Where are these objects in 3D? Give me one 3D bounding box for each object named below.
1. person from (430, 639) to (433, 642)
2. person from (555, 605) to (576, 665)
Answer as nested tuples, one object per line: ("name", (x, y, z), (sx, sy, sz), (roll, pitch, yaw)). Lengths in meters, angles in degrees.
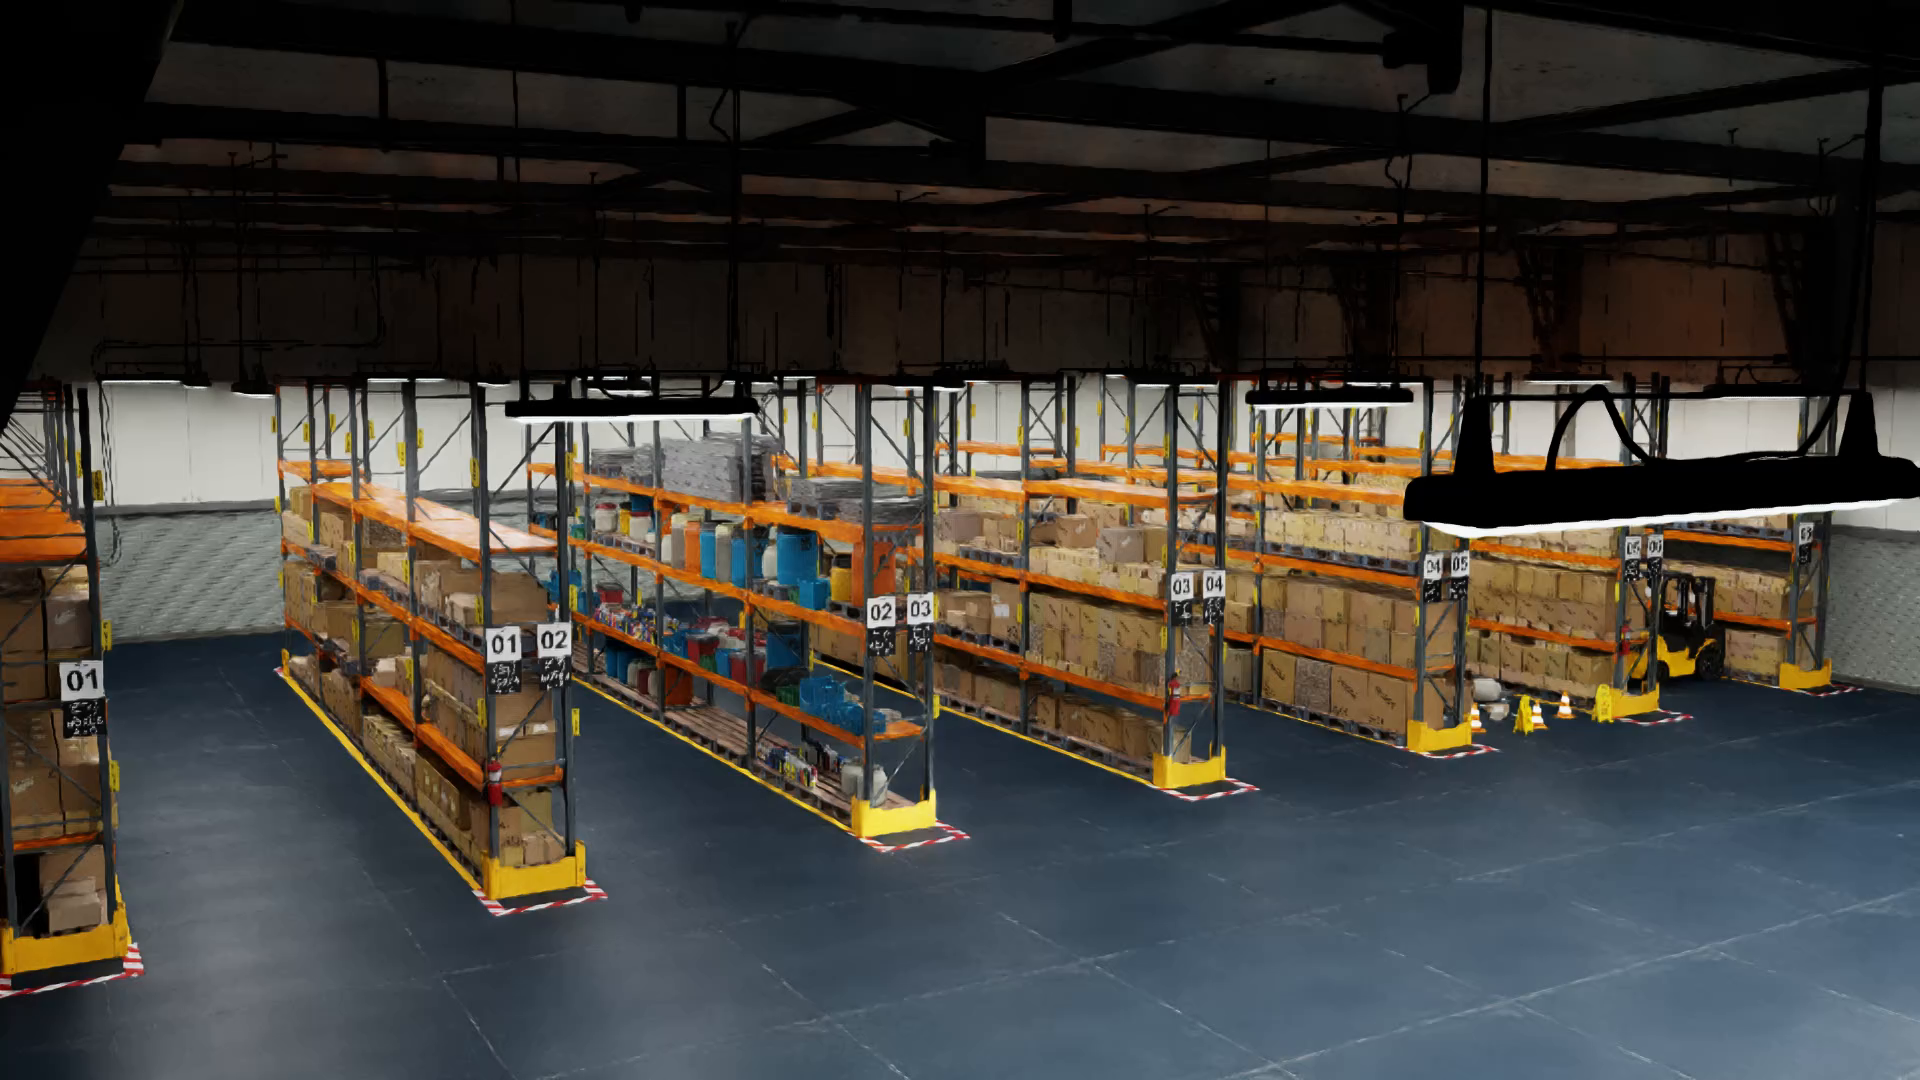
("person", (-10.705, 1.784, 34.163), (0.447, 1.587, 1.078), (-4, 7, -32))
("person", (-7.993, 1.795, 33.339), (0.551, 1.759, 0.651), (-1, 6, -11))
